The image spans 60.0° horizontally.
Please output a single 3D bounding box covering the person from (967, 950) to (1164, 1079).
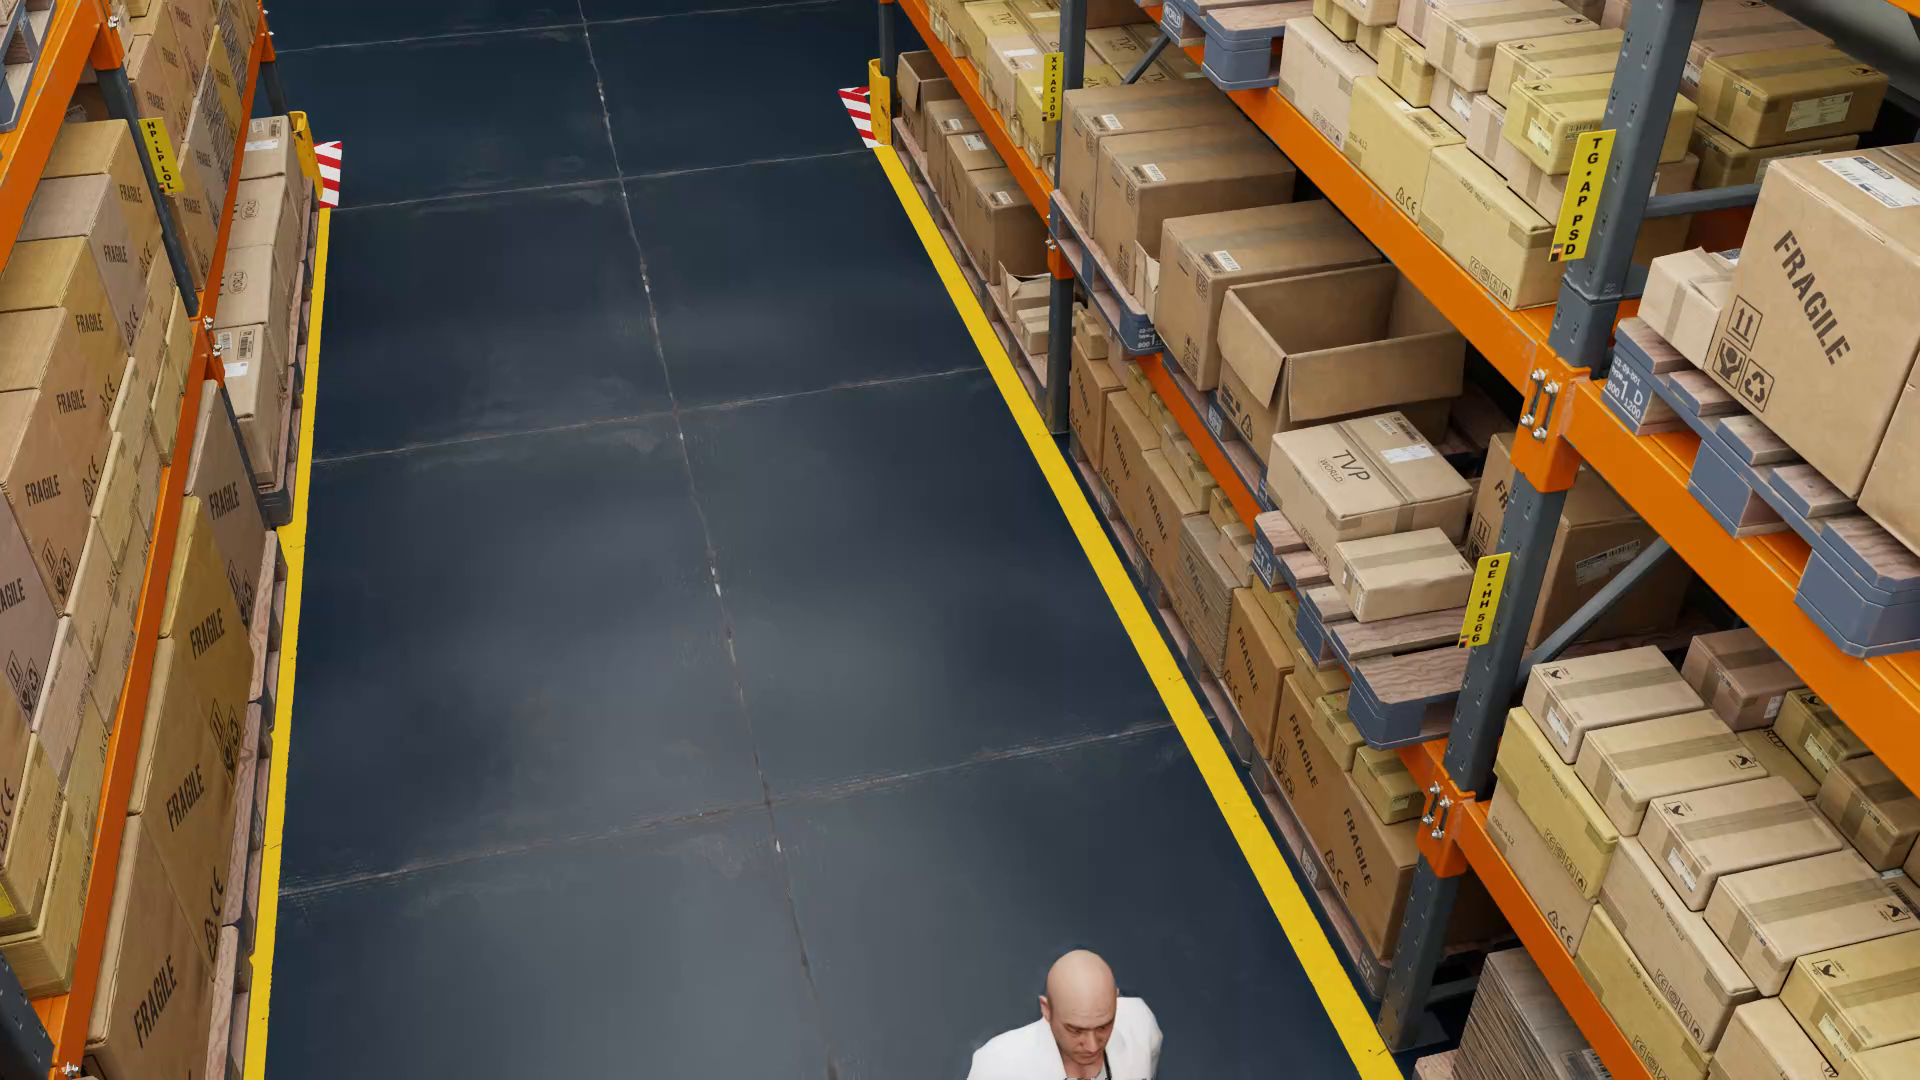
[{"bbox_3d":[0.257,1.691,4.508,0.602,1.751,0.803,-13,39,-16],"label":"person"}]
